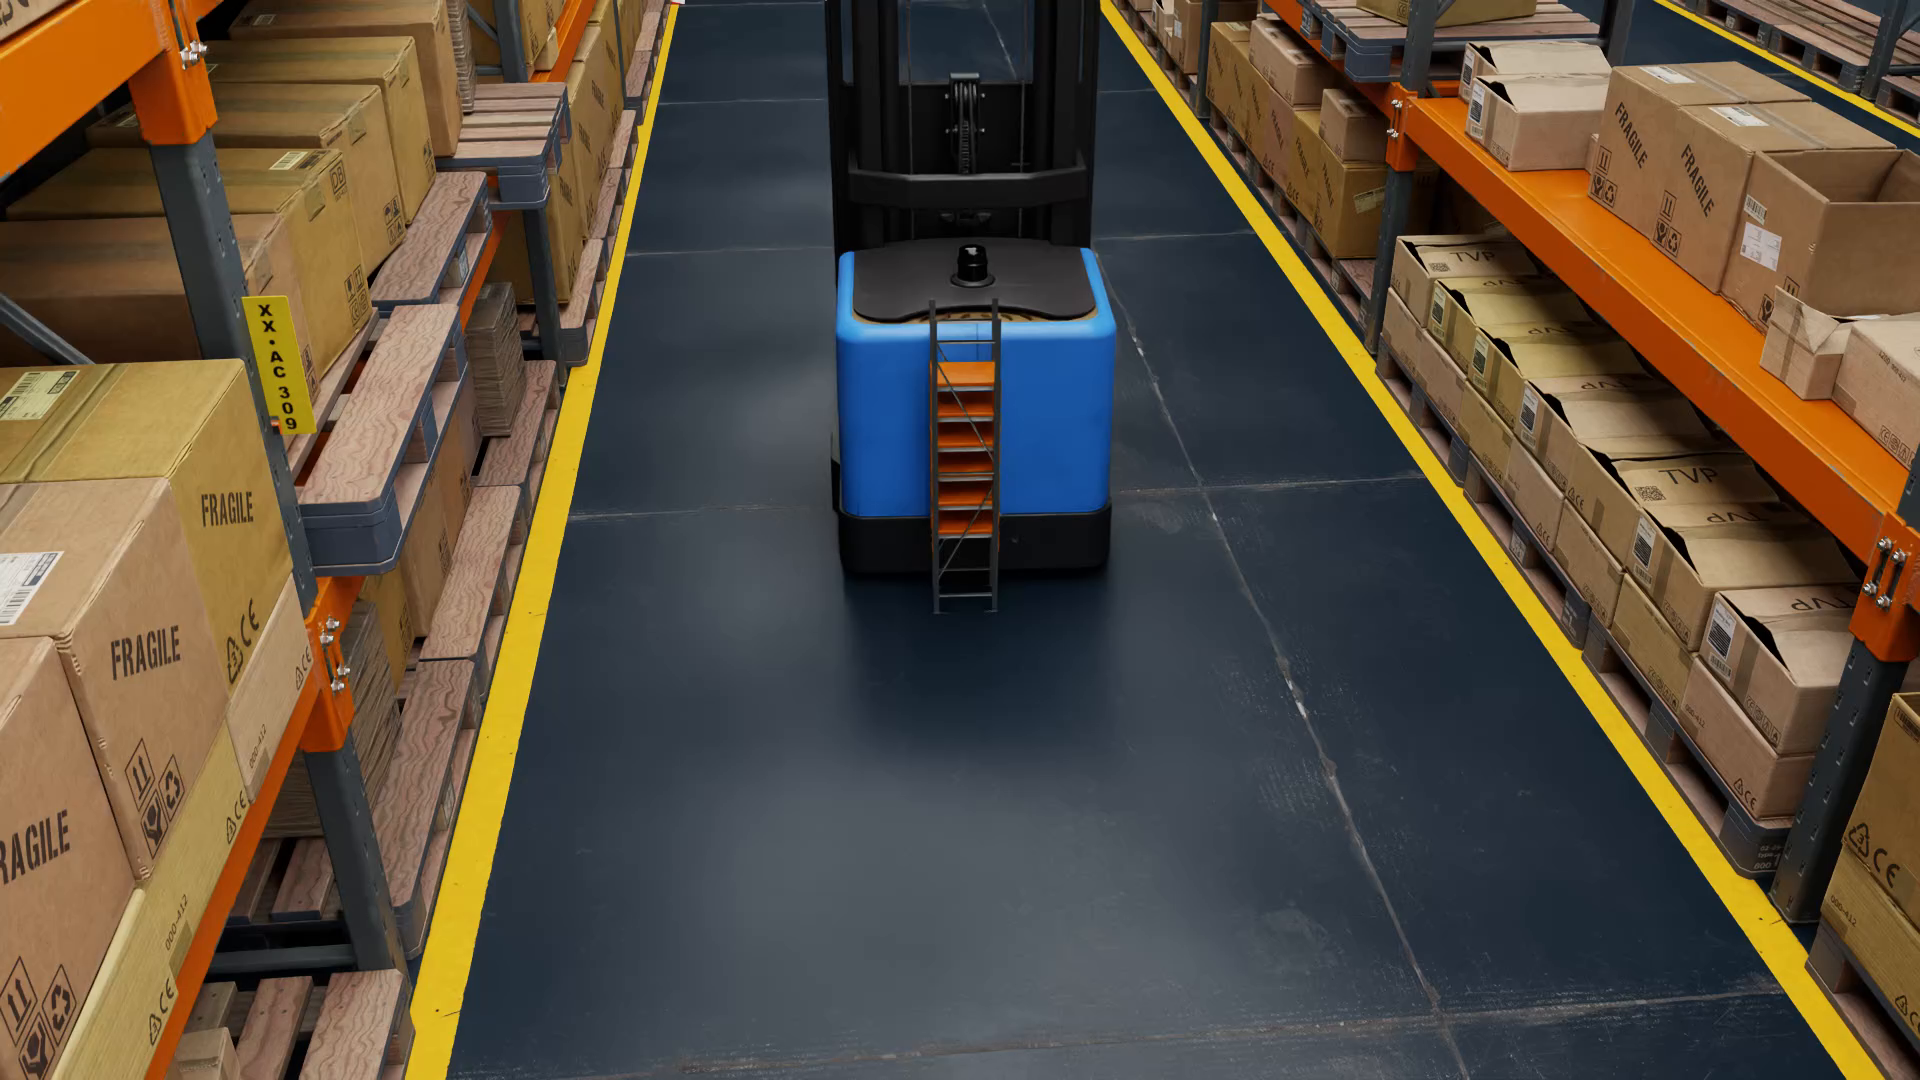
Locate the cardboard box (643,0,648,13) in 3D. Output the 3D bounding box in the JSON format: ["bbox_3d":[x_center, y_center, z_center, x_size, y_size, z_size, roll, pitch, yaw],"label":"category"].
[{"bbox_3d":[-2.929,-4.600,13.555,0.700,0.500,0.500,-3,31,-5],"label":"cardboard box"}]

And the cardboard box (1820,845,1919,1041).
[{"bbox_3d":[2.654,1.037,4.360,0.500,0.250,0.500,-3,31,-5],"label":"cardboard box"}]

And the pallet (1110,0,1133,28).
[{"bbox_3d":[1.874,-4.698,14.409,1.003,0.211,1.213,-3,31,-5],"label":"pallet"}]

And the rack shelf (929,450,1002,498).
[{"bbox_3d":[0.017,-0.246,6.078,0.258,0.103,0.180,-1,31,-2],"label":"rack shelf"}]

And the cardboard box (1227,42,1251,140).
[{"bbox_3d":[2.028,-2.884,10.661,0.500,0.500,0.500,-2,31,-4],"label":"cardboard box"}]

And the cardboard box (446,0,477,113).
[{"bbox_3d":[-2.339,-2.009,6.662,0.700,0.500,0.500,-6,31,-10],"label":"cardboard box"}]

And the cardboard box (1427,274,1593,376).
[{"bbox_3d":[2.353,-0.948,7.136,0.500,0.311,0.500,-3,31,-6],"label":"cardboard box"}]

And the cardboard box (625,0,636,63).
[{"bbox_3d":[-2.778,-3.810,12.231,0.700,0.500,0.500,-3,31,-5],"label":"cardboard box"}]

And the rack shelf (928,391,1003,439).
[{"bbox_3d":[0.017,-0.452,5.955,0.258,0.103,0.180,-1,31,-2],"label":"rack shelf"}]

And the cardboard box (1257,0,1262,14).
[{"bbox_3d":[1.984,-4.374,13.154,0.797,0.503,0.637,-3,31,-5],"label":"cardboard box"}]

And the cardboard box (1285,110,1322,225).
[{"bbox_3d":[2.170,-2.102,9.353,0.500,0.500,0.500,-4,31,-6],"label":"cardboard box"}]

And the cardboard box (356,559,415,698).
[{"bbox_3d":[-2.203,0.273,5.376,0.700,0.500,0.500,-3,31,-6],"label":"cardboard box"}]

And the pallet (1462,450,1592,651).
[{"bbox_3d":[2.688,-0.015,6.570,1.003,0.211,1.213,-3,31,-5],"label":"pallet"}]

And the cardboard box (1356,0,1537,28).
[{"bbox_3d":[2.368,-2.796,7.998,0.700,0.500,0.500,-13,33,-21],"label":"cardboard box"}]

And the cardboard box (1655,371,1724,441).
[{"bbox_3d":[2.977,-0.462,6.324,0.500,0.311,0.500,-2,31,-3],"label":"cardboard box"}]

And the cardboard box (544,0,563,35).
[{"bbox_3d":[-2.223,-2.724,7.979,0.500,0.500,0.500,-2,31,-3],"label":"cardboard box"}]

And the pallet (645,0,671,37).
[{"bbox_3d":[-2.988,-4.500,14.078,1.003,0.211,1.213,-3,31,-5],"label":"pallet"}]

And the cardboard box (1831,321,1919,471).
[{"bbox_3d":[2.823,-0.399,4.639,0.500,0.250,0.500,-1,31,-1],"label":"cardboard box"}]

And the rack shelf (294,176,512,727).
[{"bbox_3d":[-2.206,-0.687,5.677,1.077,0.370,4.000,-3,31,-5],"label":"rack shelf"}]

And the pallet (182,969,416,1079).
[{"bbox_3d":[-1.921,1.564,3.926,1.003,0.211,1.213,-3,31,-5],"label":"pallet"}]

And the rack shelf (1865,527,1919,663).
[{"bbox_3d":[3.099,1.116,2.658,1.077,0.370,4.000,-3,31,-5],"label":"rack shelf"}]

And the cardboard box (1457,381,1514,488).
[{"bbox_3d":[2.398,-0.453,6.855,0.500,0.250,0.500,-4,31,-6],"label":"cardboard box"}]

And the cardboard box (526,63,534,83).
[{"bbox_3d":[-2.208,-2.226,7.777,0.380,0.149,0.250,-2,31,-4],"label":"cardboard box"}]

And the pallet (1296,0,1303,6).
[{"bbox_3d":[2.352,-3.166,9.313,1.003,0.211,1.213,-3,31,-5],"label":"pallet"}]

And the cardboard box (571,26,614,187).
[{"bbox_3d":[-2.491,-2.537,9.759,0.750,0.750,0.750,-2,31,-3],"label":"cardboard box"}]

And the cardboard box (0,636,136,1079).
[{"bbox_3d":[-1.578,0.498,2.387,0.500,0.500,0.500,-4,31,-6],"label":"cardboard box"}]

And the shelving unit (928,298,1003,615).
[{"bbox_3d":[0.017,-0.284,6.056,0.258,1.200,0.189,-1,31,-2],"label":"shelving unit"}]

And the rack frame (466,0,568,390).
[{"bbox_3d":[-2.393,-2.017,7.202,1.000,3.000,0.127,-3,31,-5],"label":"rack frame"}]

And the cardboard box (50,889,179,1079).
[{"bbox_3d":[-1.573,0.819,2.580,0.500,0.250,0.500,-3,31,-5],"label":"cardboard box"}]

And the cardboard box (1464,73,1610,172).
[{"bbox_3d":[2.429,-1.752,6.845,0.500,0.311,0.500,-3,31,-5],"label":"cardboard box"}]

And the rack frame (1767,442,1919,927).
[{"bbox_3d":[2.912,-0.214,4.183,1.000,3.000,0.127,-3,31,-5],"label":"rack frame"}]

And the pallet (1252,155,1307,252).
[{"bbox_3d":[2.396,-2.063,9.999,1.003,0.211,1.213,-3,31,-5],"label":"pallet"}]

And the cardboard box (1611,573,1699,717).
[{"bbox_3d":[2.540,0.330,5.544,0.500,0.250,0.500,-3,31,-5],"label":"cardboard box"}]

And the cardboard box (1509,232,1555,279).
[{"bbox_3d":[2.833,-1.241,7.628,0.500,0.311,0.500,-2,31,-3],"label":"cardboard box"}]

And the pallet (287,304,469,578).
[{"bbox_3d":[-1.946,-0.290,4.497,1.003,0.211,1.213,-3,31,-5],"label":"pallet"}]

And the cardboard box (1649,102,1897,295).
[{"bbox_3d":[2.761,-1.174,5.694,0.500,0.500,0.500,-3,31,-5],"label":"cardboard box"}]

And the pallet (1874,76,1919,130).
[{"bbox_3d":[7.128,-2.941,11.467,1.003,0.211,1.213,-3,31,-5],"label":"pallet"}]

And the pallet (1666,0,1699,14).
[{"bbox_3d":[6.762,-4.956,14.841,1.003,0.211,1.213,-3,31,-5],"label":"pallet"}]

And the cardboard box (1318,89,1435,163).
[{"bbox_3d":[2.208,-2.189,8.766,0.500,0.250,0.500,-2,31,-3],"label":"cardboard box"}]

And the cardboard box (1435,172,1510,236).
[{"bbox_3d":[2.781,-1.618,8.542,0.500,0.500,0.500,-1,31,-2],"label":"cardboard box"}]

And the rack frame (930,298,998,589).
[{"bbox_3d":[0.013,-0.331,6.134,0.240,1.200,0.006,-1,31,-2],"label":"rack frame"}]

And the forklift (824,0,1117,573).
[{"bbox_3d":[-0.002,-1.856,6.999,1.130,2.935,3.031,-1,31,-2],"label":"forklift"}]

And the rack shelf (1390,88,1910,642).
[{"bbox_3d":[2.726,-0.926,6.077,1.077,0.370,4.000,-3,31,-5],"label":"rack shelf"}]

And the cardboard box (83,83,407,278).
[{"bbox_3d":[-2.171,-1.088,5.120,0.700,0.500,0.500,1,31,2],"label":"cardboard box"}]

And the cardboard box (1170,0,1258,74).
[{"bbox_3d":[1.829,-3.691,12.014,0.500,0.500,0.500,-3,31,-5],"label":"cardboard box"}]

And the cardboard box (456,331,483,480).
[{"bbox_3d":[-2.341,-0.499,6.669,0.700,0.500,0.500,-3,31,-5],"label":"cardboard box"}]

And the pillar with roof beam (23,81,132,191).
[{"bbox_3d":[1.153,-4.094,4.828,9.100,9.000,0.400,-3,31,-5],"label":"pillar with roof beam"}]

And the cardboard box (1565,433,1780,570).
[{"bbox_3d":[2.490,-0.168,5.831,0.500,0.311,0.500,-3,31,-5],"label":"cardboard box"}]
